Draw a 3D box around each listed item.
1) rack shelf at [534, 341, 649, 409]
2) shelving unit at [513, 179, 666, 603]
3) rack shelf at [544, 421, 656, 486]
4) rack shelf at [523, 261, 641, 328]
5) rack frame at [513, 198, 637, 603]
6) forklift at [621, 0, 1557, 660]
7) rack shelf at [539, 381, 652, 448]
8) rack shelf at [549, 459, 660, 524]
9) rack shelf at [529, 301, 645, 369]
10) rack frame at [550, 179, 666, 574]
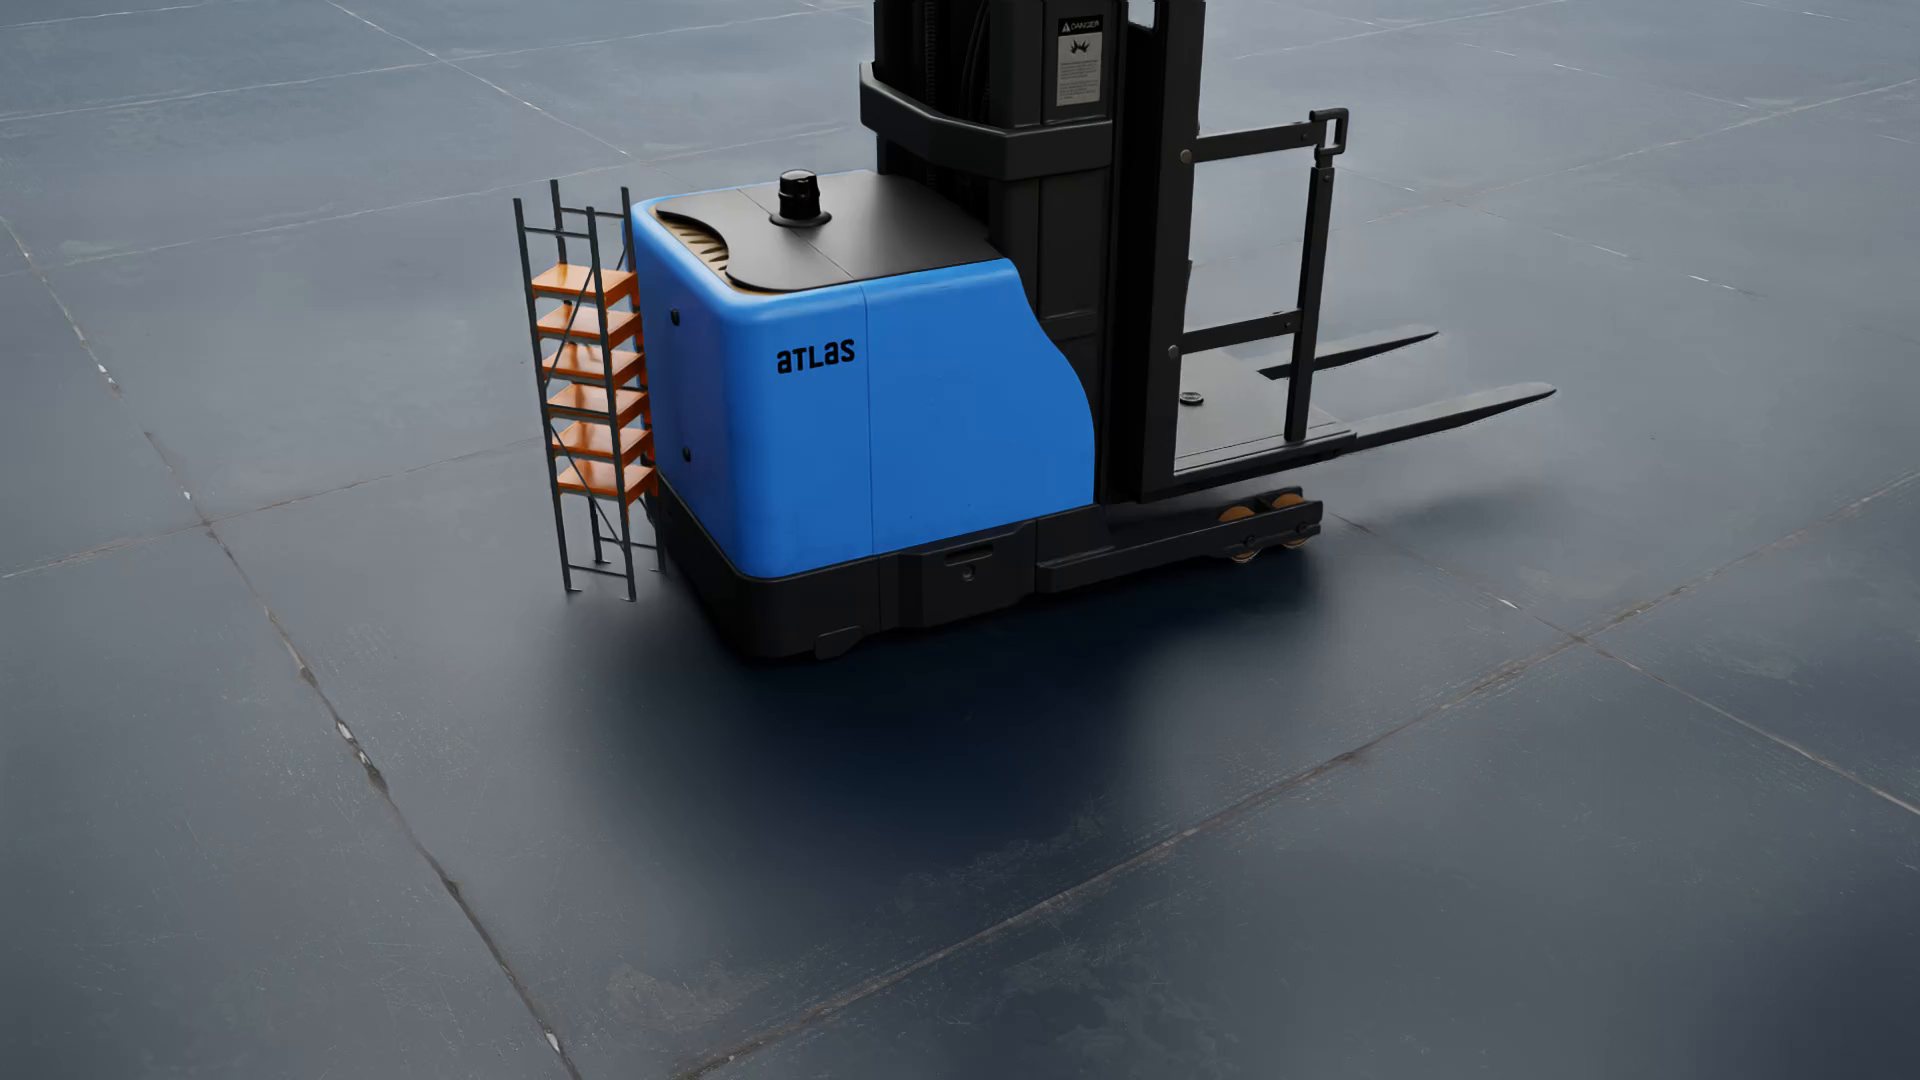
[{"bbox_3d":[-1.039,-0.468,4.696,0.258,0.103,0.180,9,30,17],"label":"rack shelf"},{"bbox_3d":[-1.038,-0.401,4.732,0.258,1.200,0.189,9,30,17],"label":"shelving unit"},{"bbox_3d":[-1.038,-0.257,4.810,0.258,0.103,0.180,9,30,17],"label":"rack shelf"},{"bbox_3d":[-1.039,-0.679,4.581,0.258,0.103,0.180,9,30,17],"label":"rack shelf"},{"bbox_3d":[-1.069,-0.360,4.656,0.240,1.200,0.006,9,30,17],"label":"rack frame"},{"bbox_3d":[0.561,-1.433,4.818,3.031,2.935,1.130,-13,31,-23],"label":"forklift"},{"bbox_3d":[-1.038,-0.362,4.753,0.258,0.103,0.180,9,30,17],"label":"rack shelf"},{"bbox_3d":[-1.038,-0.152,4.868,0.258,0.103,0.180,9,30,17],"label":"rack shelf"},{"bbox_3d":[-1.039,-0.573,4.638,0.258,0.103,0.180,9,30,17],"label":"rack shelf"},{"bbox_3d":[-1.008,-0.443,4.808,0.240,1.200,0.006,9,30,17],"label":"rack frame"}]
